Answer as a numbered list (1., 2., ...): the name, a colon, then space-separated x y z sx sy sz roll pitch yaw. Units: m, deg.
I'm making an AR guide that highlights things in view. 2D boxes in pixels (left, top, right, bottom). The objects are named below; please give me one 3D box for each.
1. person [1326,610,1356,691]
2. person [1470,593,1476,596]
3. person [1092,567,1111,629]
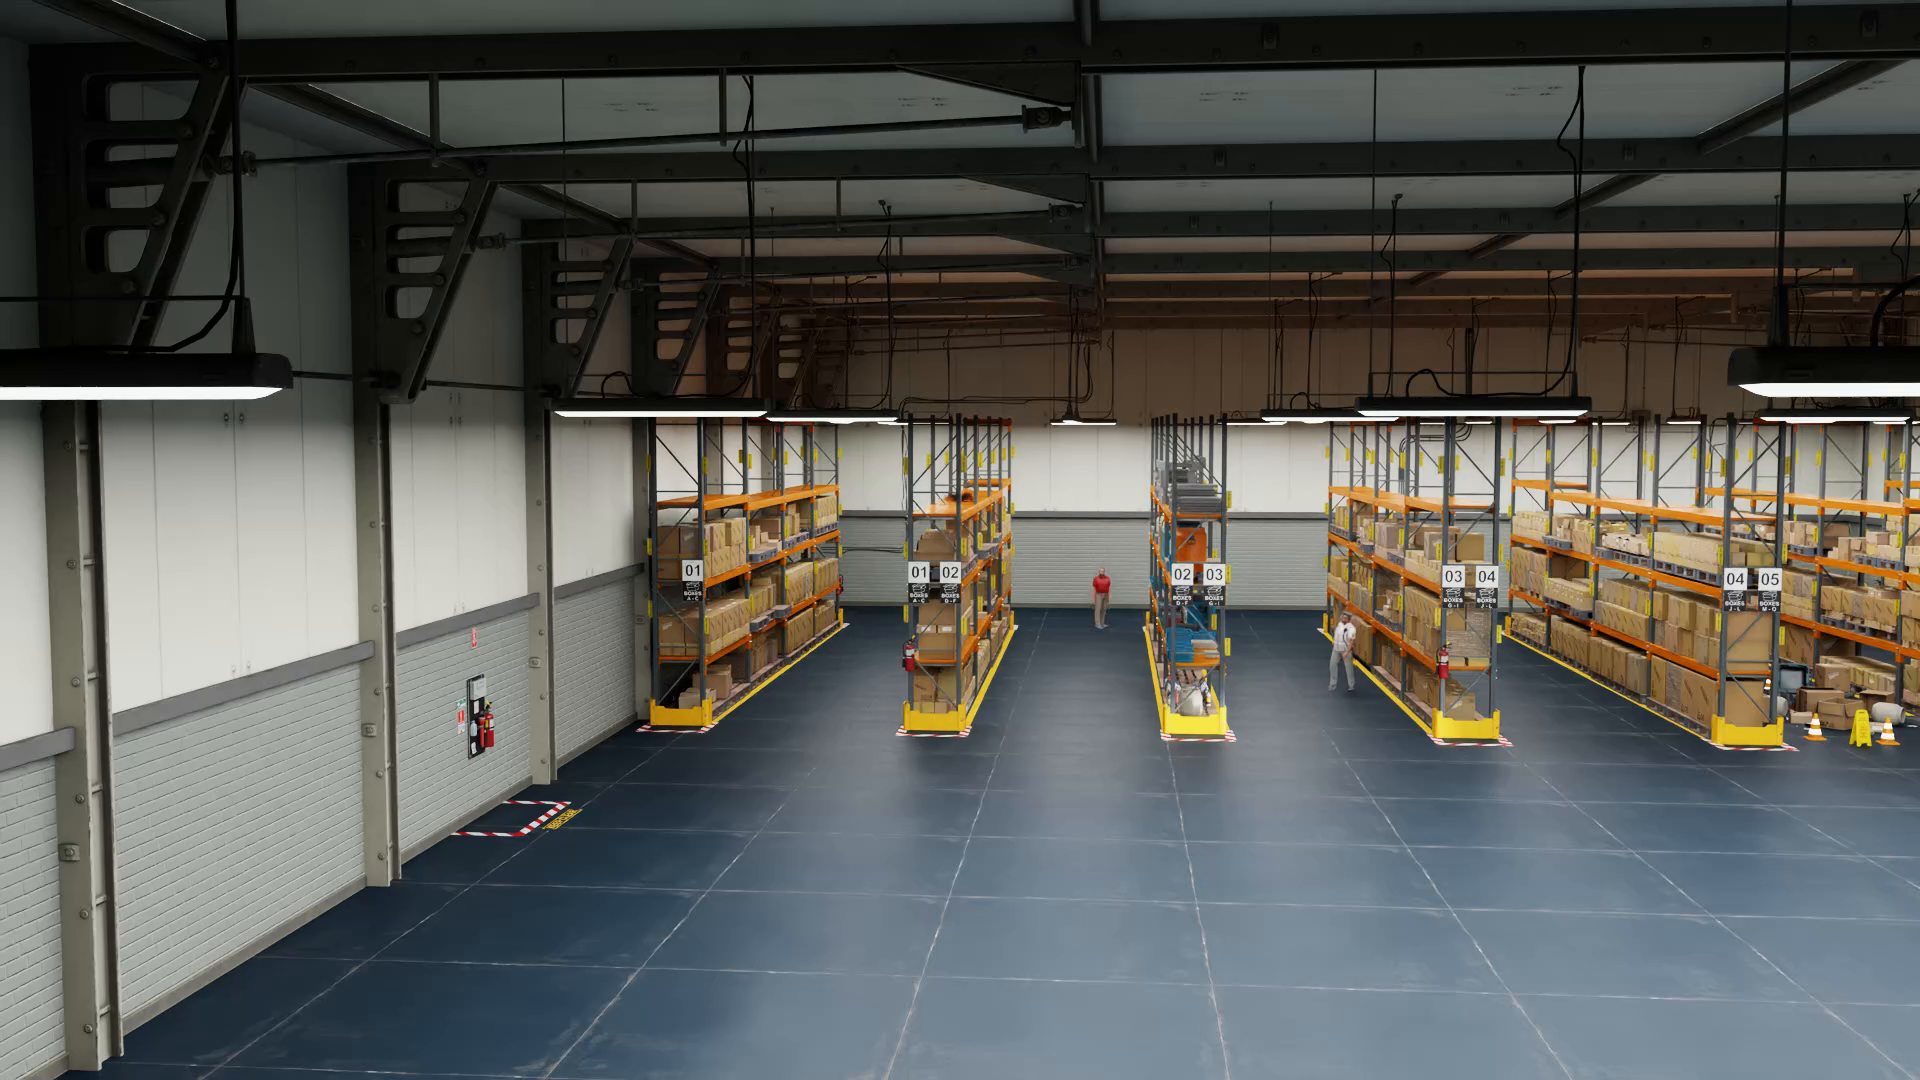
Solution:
1. person: 8.350 2.433 36.347 0.639 1.811 0.532 4 5 42
2. person: 14.083 1.808 46.039 0.495 1.608 1.008 1 4 18
3. person: 4.098 1.665 47.766 0.580 1.750 0.568 -2 4 -22
